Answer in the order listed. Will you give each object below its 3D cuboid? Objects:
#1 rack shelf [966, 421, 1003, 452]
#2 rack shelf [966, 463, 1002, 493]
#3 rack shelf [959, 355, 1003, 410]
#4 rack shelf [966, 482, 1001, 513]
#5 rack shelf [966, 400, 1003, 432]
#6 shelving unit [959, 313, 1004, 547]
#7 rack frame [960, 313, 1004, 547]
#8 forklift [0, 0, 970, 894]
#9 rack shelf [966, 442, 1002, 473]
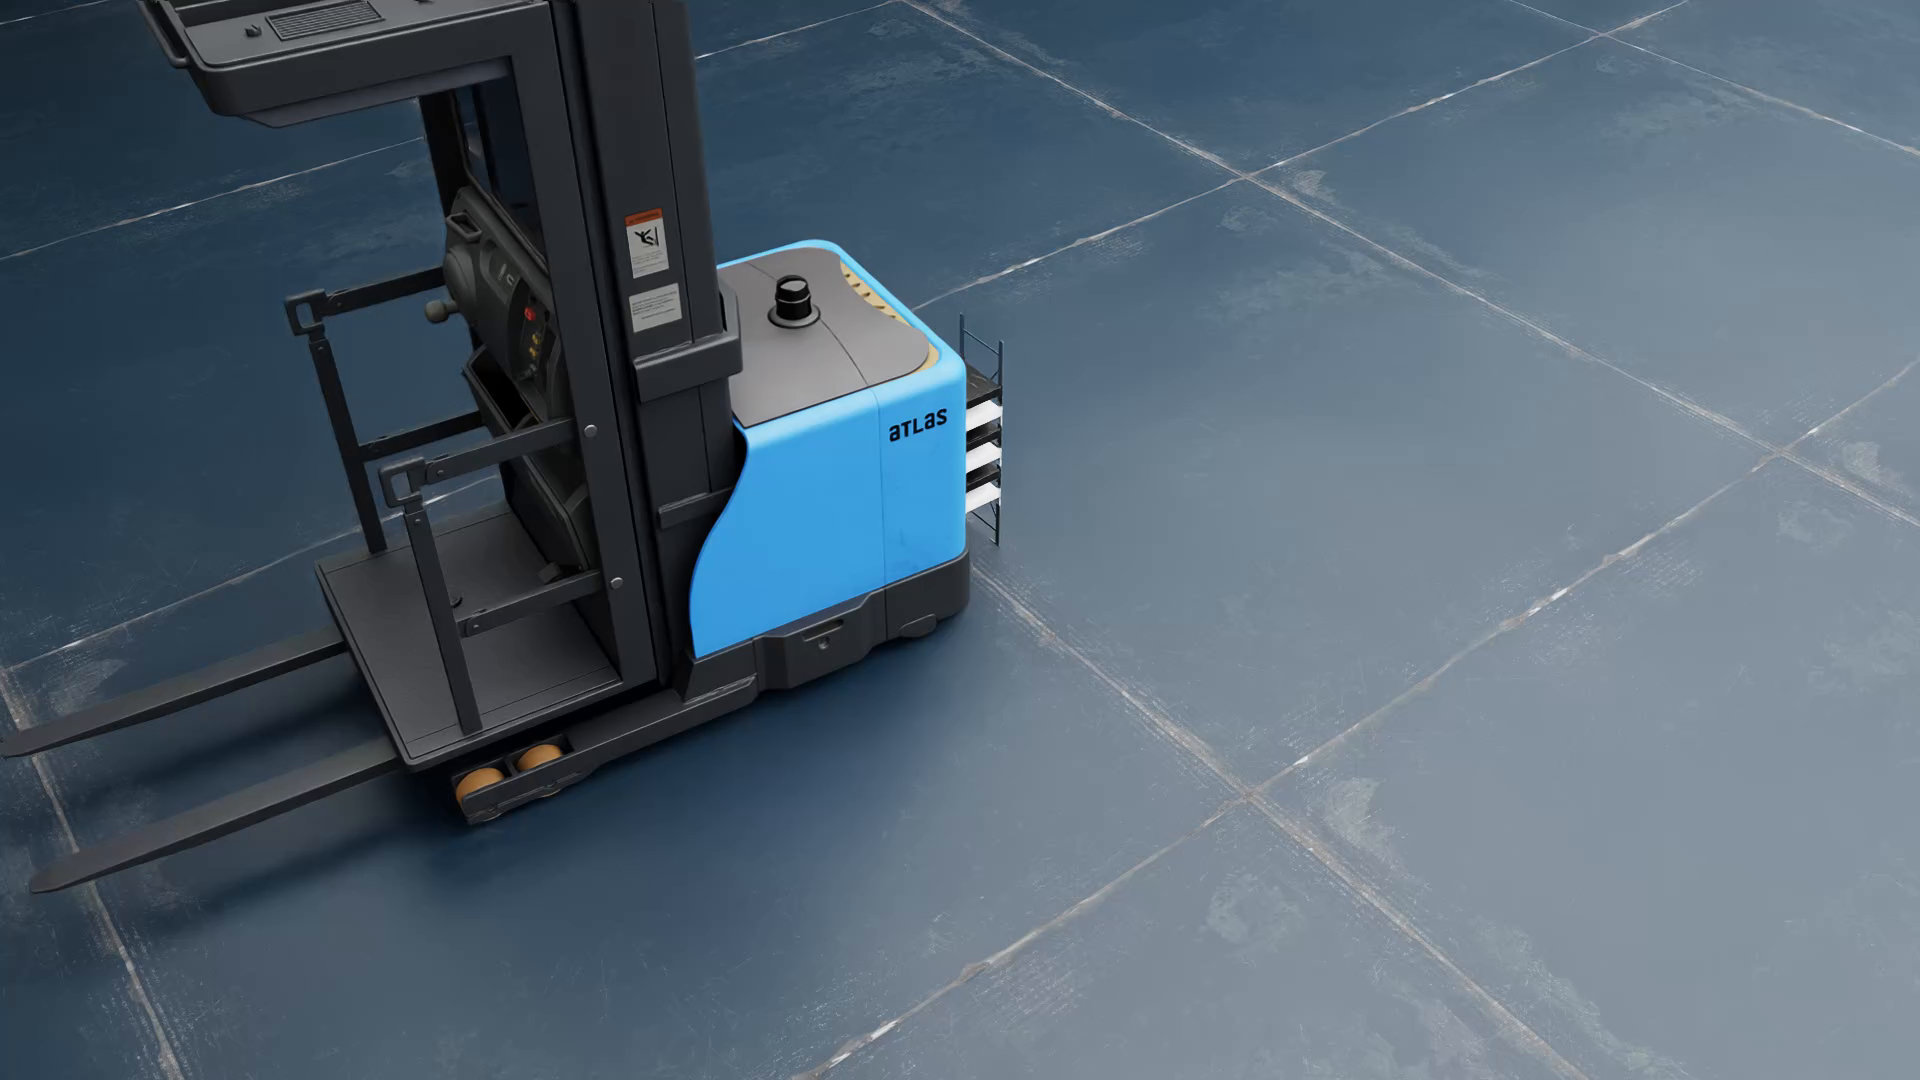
[{"bbox_3d":[-0.006,-0.389,5.925,0.200,0.077,0.258,-26,46,-28],"label":"rack shelf"},{"bbox_3d":[-0.006,-0.249,6.039,0.200,0.077,0.258,-26,46,-28],"label":"rack shelf"},{"bbox_3d":[-0.006,-0.528,5.811,0.200,0.077,0.258,-26,46,-28],"label":"rack shelf"},{"bbox_3d":[-0.006,-0.180,6.096,0.200,0.077,0.258,-26,46,-28],"label":"rack shelf"},{"bbox_3d":[-0.006,-0.458,5.868,0.200,0.077,0.258,-26,46,-28],"label":"rack shelf"},{"bbox_3d":[-0.006,-0.345,5.961,0.210,0.900,0.258,-26,46,-28],"label":"shelving unit"},{"bbox_3d":[0.074,-0.384,6.009,0.006,0.900,0.240,-26,46,-28],"label":"rack frame"},{"bbox_3d":[-1.494,-0.642,4.722,3.031,2.935,1.130,-21,44,-24],"label":"forklift"},{"bbox_3d":[-0.006,-0.319,5.982,0.200,0.077,0.258,-26,46,-28],"label":"rack shelf"}]
